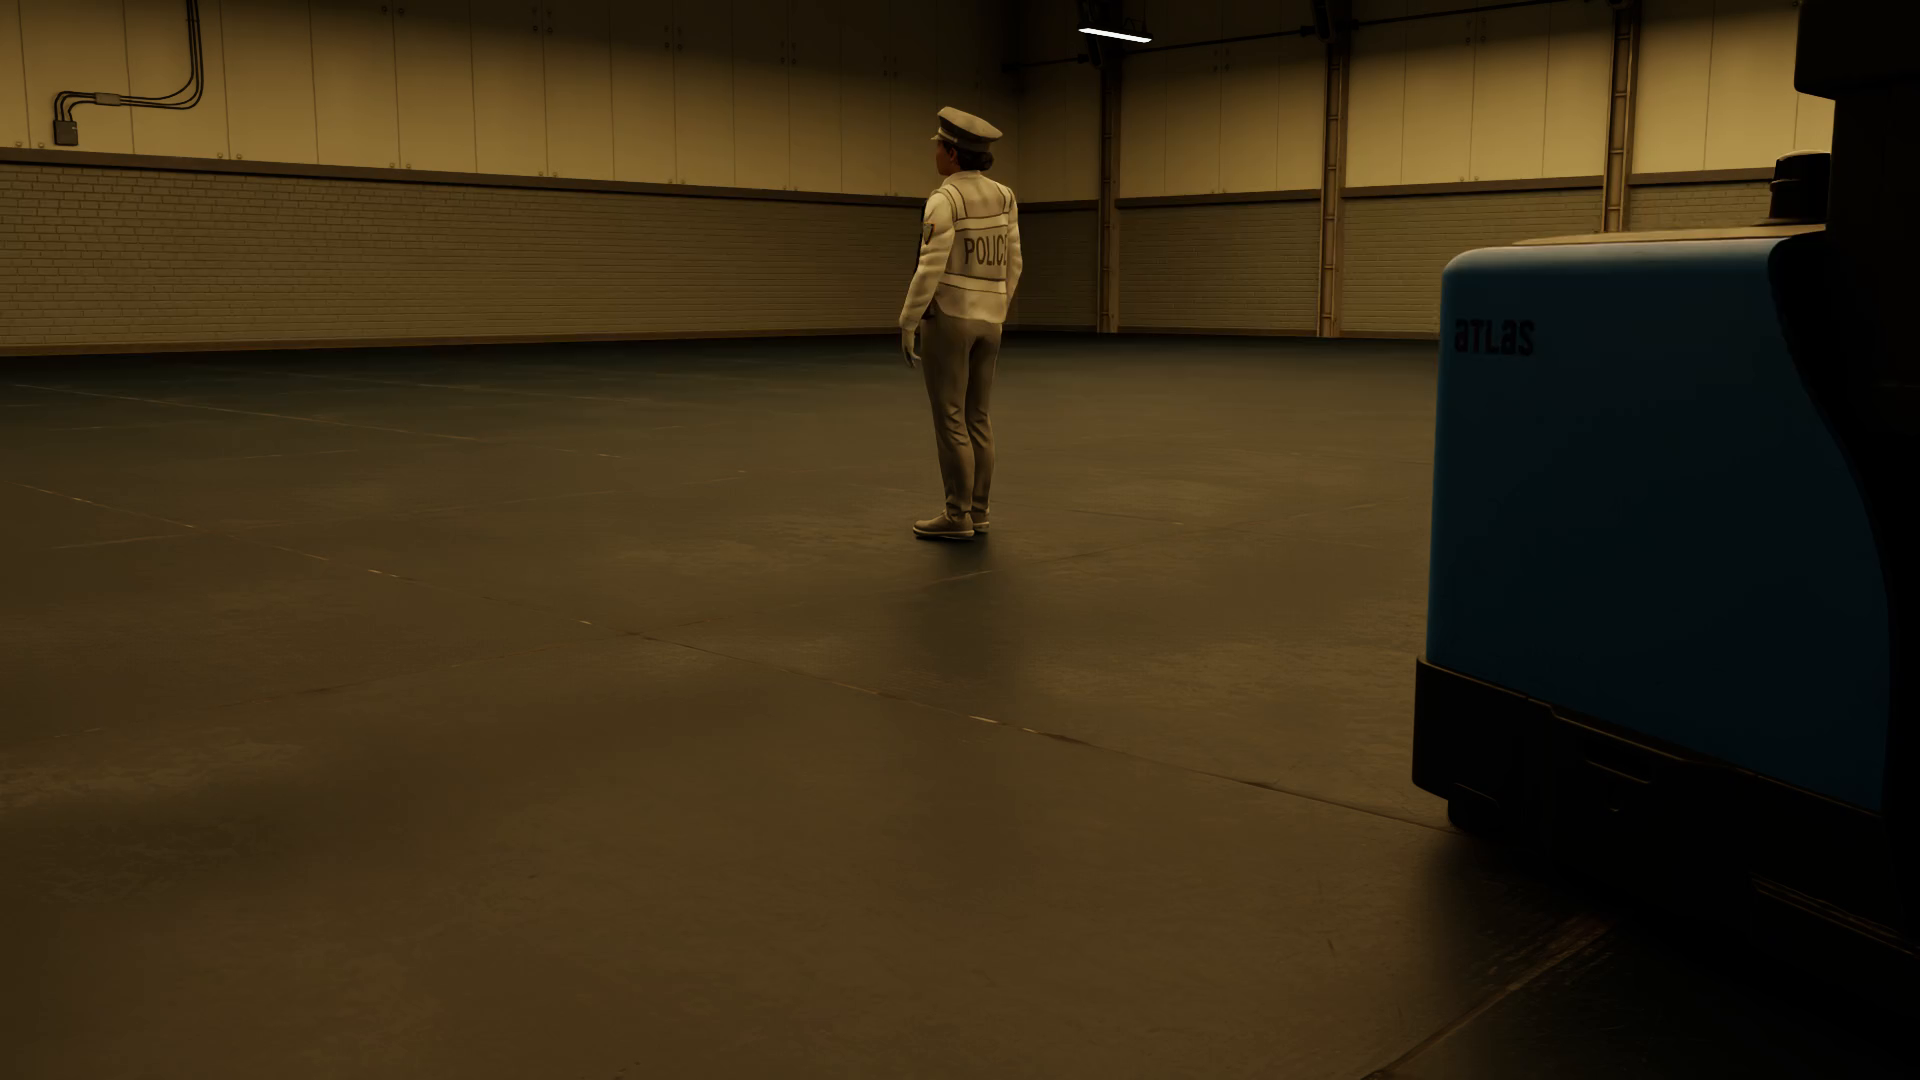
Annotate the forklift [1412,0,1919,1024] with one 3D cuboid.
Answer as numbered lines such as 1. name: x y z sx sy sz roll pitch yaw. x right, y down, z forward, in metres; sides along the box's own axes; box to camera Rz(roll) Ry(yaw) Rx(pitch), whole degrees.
1. forklift: 1.863 -0.742 1.800 1.130 2.935 3.031 -3 9 -21

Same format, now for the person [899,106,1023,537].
1. person: -0.045 -0.853 6.643 0.530 1.694 0.586 8 12 43
